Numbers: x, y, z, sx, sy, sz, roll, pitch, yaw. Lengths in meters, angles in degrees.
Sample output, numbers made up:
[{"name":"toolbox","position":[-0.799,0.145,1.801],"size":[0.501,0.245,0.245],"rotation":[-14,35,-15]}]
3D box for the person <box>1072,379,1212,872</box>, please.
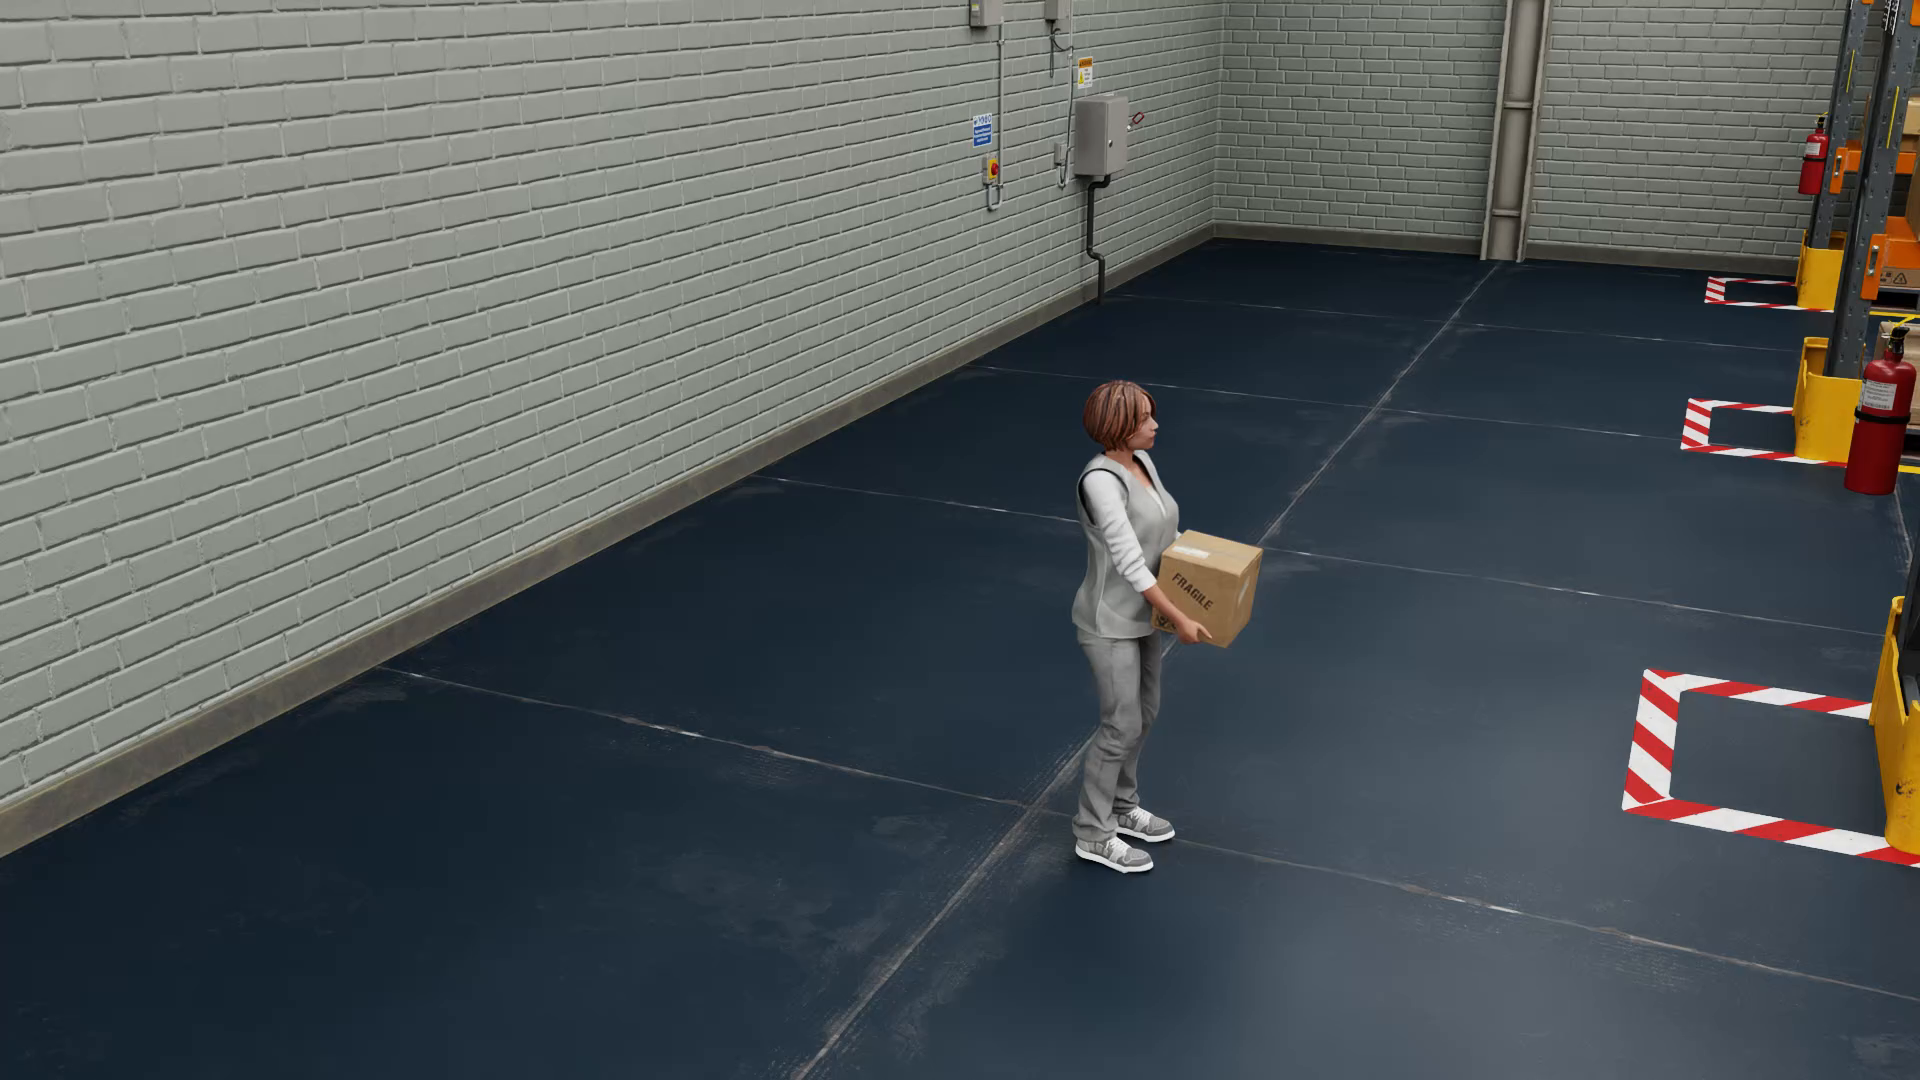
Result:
[{"name":"person","position":[0.601,0.285,5.279],"size":[0.489,1.594,0.405],"rotation":[9,21,24]}]
